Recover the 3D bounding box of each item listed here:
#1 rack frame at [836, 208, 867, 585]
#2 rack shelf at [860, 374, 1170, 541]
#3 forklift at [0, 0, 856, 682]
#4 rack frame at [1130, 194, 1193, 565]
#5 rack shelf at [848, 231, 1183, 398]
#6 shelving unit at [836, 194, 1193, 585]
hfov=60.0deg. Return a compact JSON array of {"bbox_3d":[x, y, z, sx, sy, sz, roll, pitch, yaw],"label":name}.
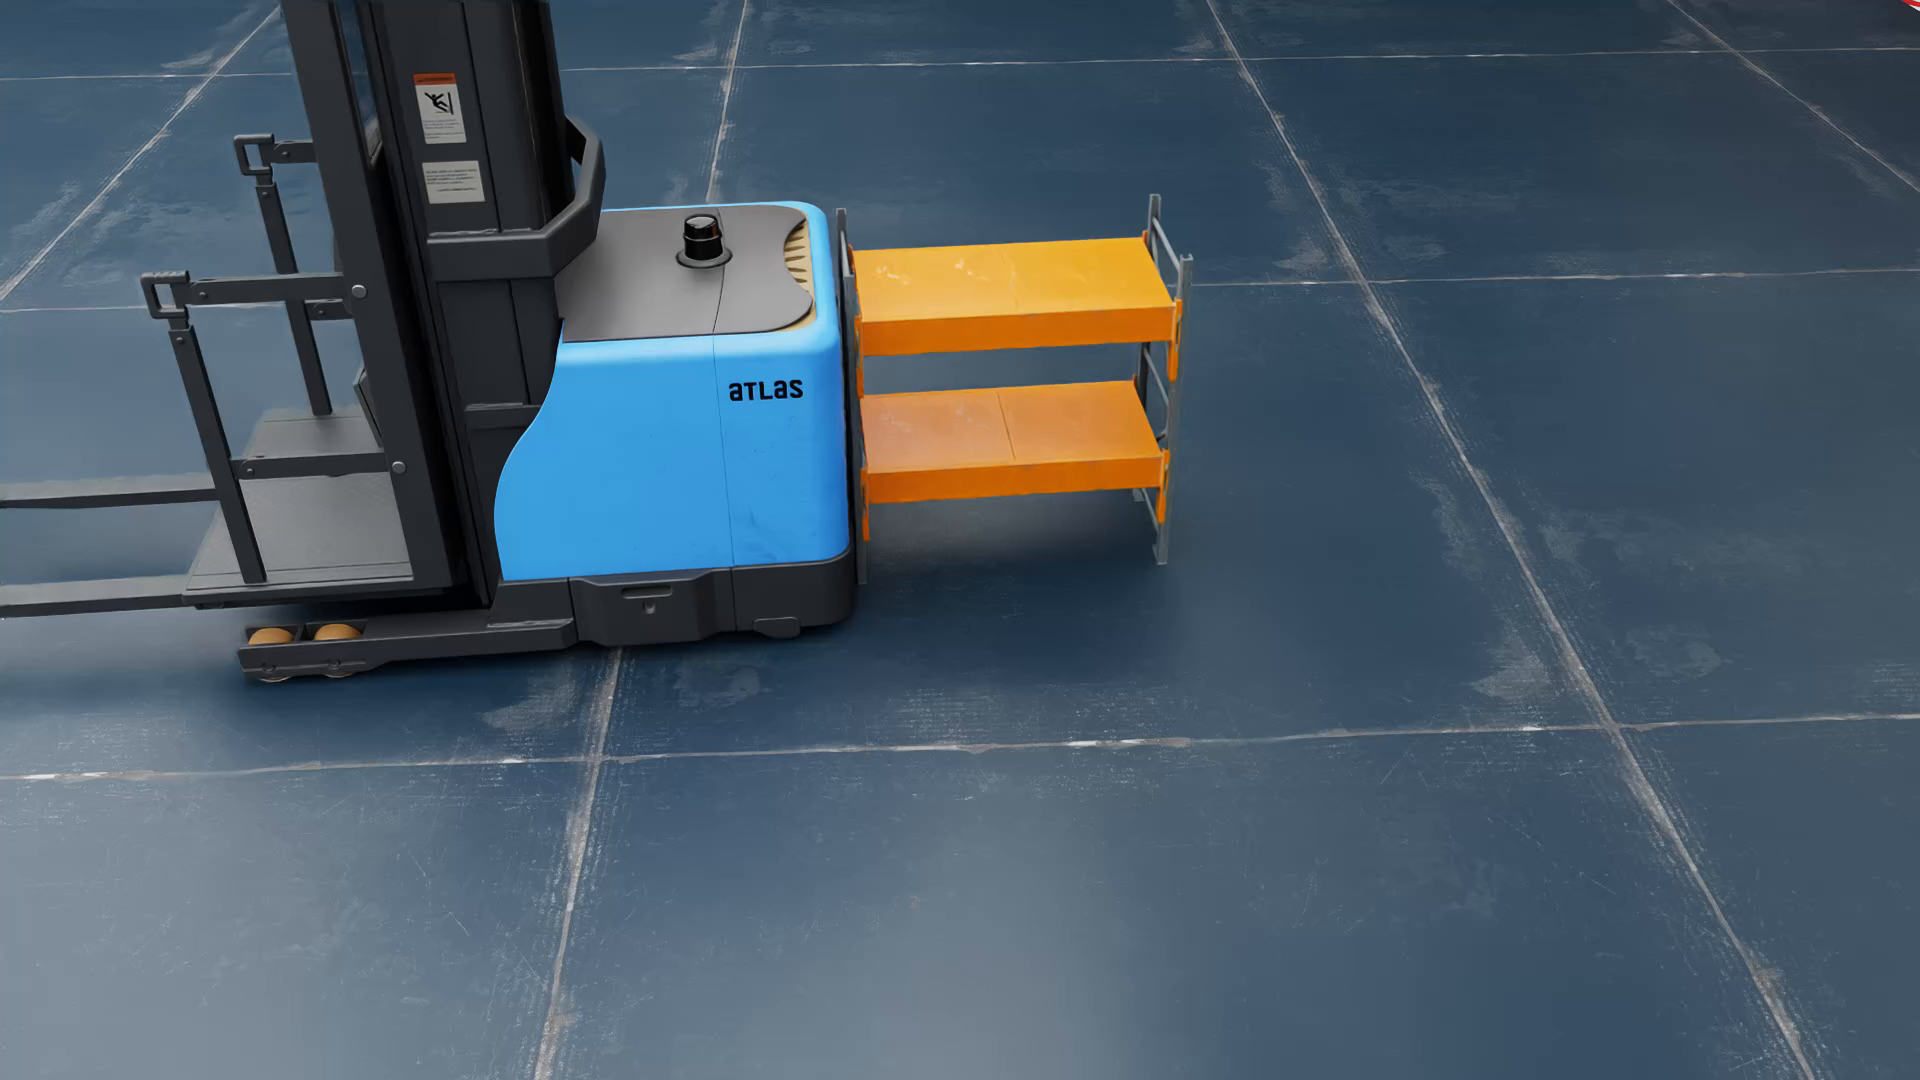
[{"bbox_3d":[-0.353,-0.455,5.419,0.032,1.125,0.500,-4,35,-5],"label":"rack frame"},{"bbox_3d":[0.153,-0.286,5.604,1.000,0.278,0.538,-4,35,-5],"label":"rack shelf"},{"bbox_3d":[-1.886,-1.086,4.744,3.031,2.935,1.130,-4,35,-5],"label":"forklift"},{"bbox_3d":[0.658,-0.519,5.511,0.032,1.125,0.500,-4,35,-5],"label":"rack frame"},{"bbox_3d":[0.153,-0.728,5.299,1.000,0.278,0.538,-4,35,-5],"label":"rack shelf"},{"bbox_3d":[0.153,-0.487,5.465,1.048,1.125,0.538,-4,35,-5],"label":"shelving unit"}]
